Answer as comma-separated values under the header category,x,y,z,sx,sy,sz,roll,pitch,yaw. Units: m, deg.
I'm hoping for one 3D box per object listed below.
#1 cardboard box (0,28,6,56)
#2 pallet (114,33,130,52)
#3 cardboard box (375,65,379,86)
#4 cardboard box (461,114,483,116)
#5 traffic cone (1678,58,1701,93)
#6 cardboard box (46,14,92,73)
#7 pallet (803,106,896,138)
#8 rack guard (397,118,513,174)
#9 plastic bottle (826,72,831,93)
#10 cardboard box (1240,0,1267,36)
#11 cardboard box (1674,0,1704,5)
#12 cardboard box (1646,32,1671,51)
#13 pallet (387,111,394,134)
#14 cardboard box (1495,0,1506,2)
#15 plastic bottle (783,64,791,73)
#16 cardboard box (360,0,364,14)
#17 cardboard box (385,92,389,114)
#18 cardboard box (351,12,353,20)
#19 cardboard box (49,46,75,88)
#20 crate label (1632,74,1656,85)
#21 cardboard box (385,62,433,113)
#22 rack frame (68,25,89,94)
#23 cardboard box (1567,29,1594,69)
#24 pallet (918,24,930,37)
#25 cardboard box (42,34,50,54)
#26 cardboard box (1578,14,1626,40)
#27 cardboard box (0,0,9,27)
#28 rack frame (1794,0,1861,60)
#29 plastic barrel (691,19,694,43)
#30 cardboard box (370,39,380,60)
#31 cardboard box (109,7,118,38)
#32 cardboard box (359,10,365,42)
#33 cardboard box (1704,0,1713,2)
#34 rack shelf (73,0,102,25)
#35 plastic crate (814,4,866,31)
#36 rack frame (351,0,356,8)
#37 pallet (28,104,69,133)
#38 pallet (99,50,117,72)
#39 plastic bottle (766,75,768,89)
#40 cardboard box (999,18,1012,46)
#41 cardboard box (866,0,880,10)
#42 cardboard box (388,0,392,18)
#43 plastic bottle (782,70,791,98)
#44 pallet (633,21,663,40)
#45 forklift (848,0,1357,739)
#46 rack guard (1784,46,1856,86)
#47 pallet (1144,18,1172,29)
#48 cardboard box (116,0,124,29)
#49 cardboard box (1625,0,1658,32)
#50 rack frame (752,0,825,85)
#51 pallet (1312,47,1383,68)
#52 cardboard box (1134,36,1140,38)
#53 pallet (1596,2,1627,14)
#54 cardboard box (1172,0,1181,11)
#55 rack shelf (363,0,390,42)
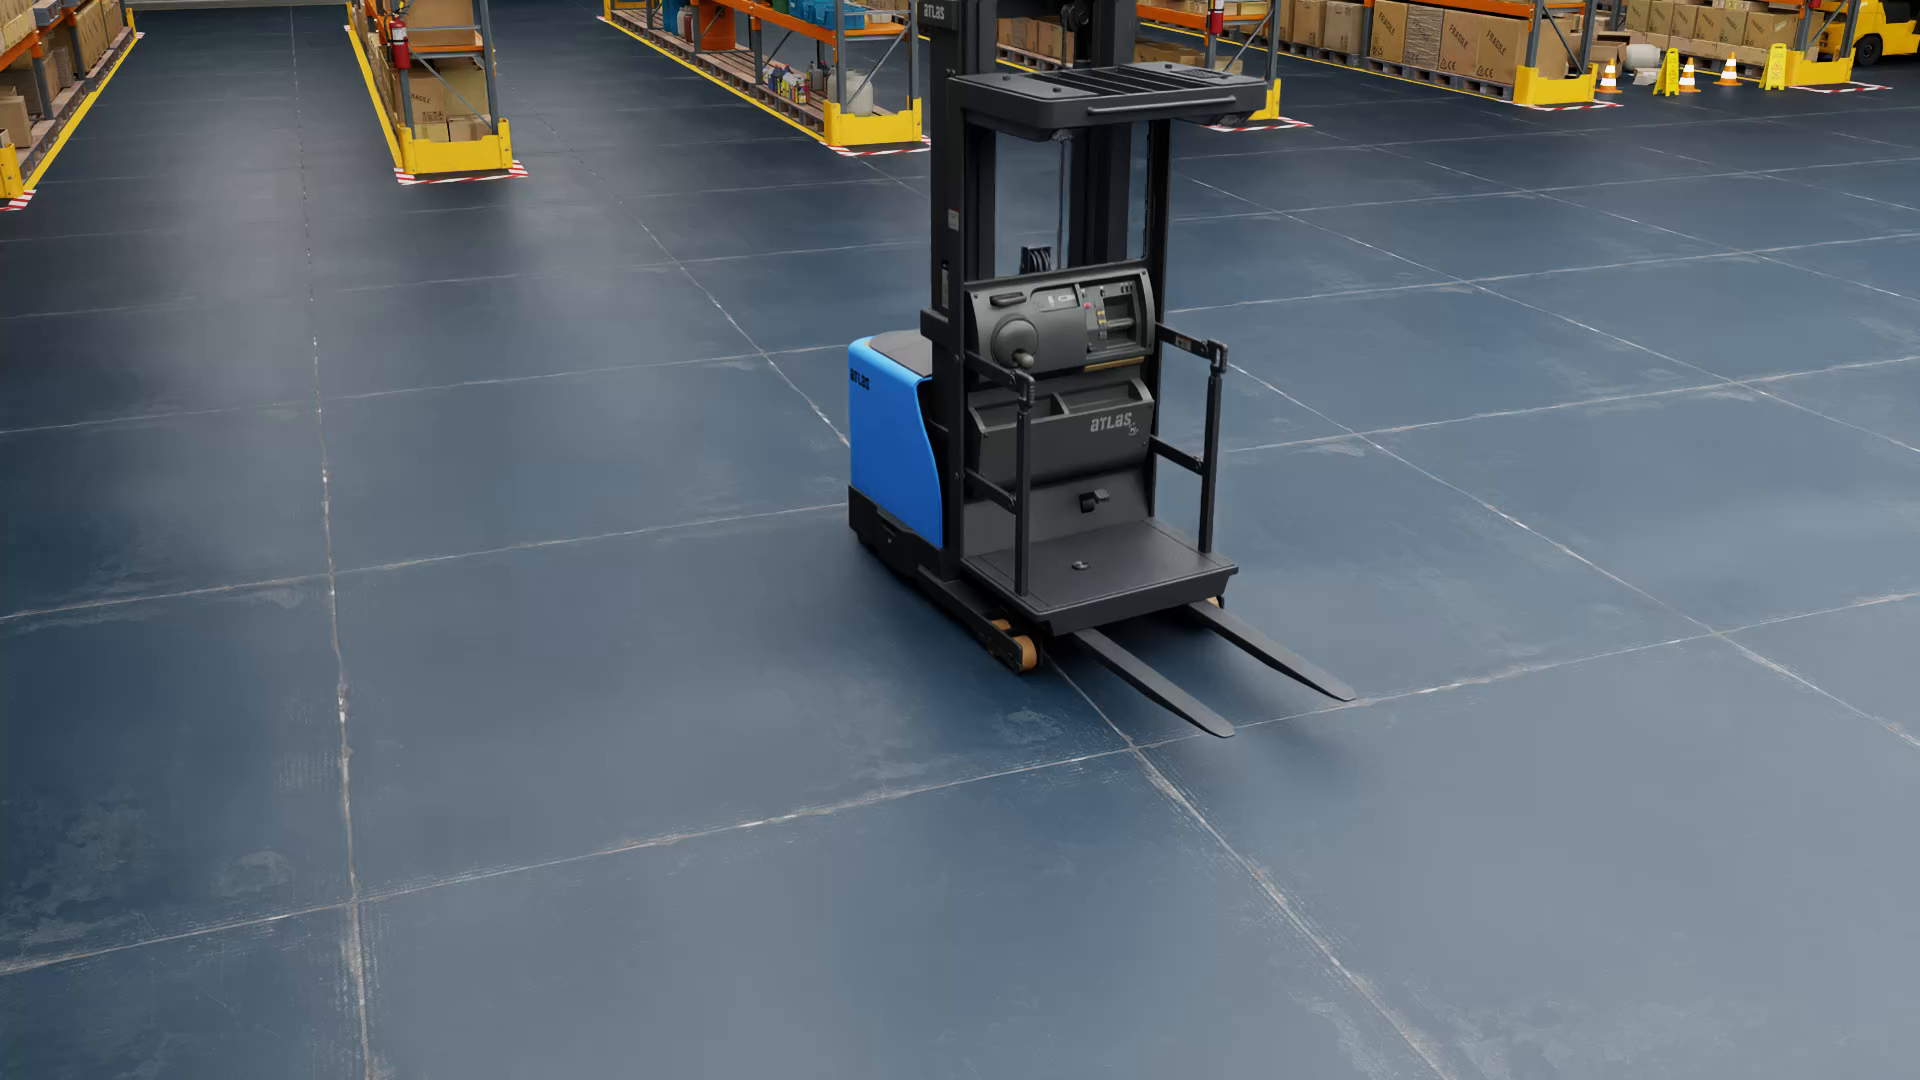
category,x,y,z,sx,sy,sz,roll,pitch,yaw
cardboard box,-10.328,-5.215,17.427,0.500,0.250,0.500,-9,25,-21
pallet,-15.125,-8.673,29.056,1.003,0.211,1.213,-8,24,-19
cardboard box,-7.990,-6.594,23.531,0.500,0.250,0.500,-8,24,-18
cardboard box,-5.784,-4.881,19.468,0.500,0.250,0.500,-8,24,-19
traffic cone,10.640,-6.800,24.287,0.336,0.463,0.334,-8,24,-19
cardboard box,-13.219,-7.262,24.344,0.750,0.750,0.750,-9,24,-20
pallet,-1.341,-5.258,20.954,1.003,0.211,1.213,-8,24,-19
rack guard,-5.614,-4.387,18.516,1.175,0.500,0.348,-8,24,-19
plastic bottle,-1.767,-6.175,22.469,0.061,0.283,0.133,-8,24,-19
cardboard box,5.627,-9.380,29.498,1.050,0.750,0.750,-9,24,-20
cardboard box,11.729,-8.701,26.730,0.380,0.149,0.250,-7,24,-16
cardboard box,11.659,-8.201,27.346,0.500,0.250,0.500,-7,24,-16
pallet,-6.794,-5.422,21.342,1.003,0.211,1.213,-8,24,-19
cardboard box,7.934,-7.944,23.543,0.875,0.550,0.550,-8,24,-19
plastic bottle,-2.369,-6.331,22.753,0.144,0.351,0.185,-8,24,-19
cardboard box,-9.566,-8.732,27.292,0.500,0.250,0.500,-8,24,-19
cardboard box,-6.984,-5.535,21.020,0.500,0.250,0.500,-8,24,-19
cardboard box,-11.360,-9.969,31.621,0.380,0.166,0.250,-8,24,-19
cardboard box,-12.779,-6.570,23.128,0.700,0.500,0.500,-8,24,-18
crate label,10.304,-6.927,25.008,0.298,0.136,0.250,18,29,36
cardboard box,-6.458,-5.335,19.580,0.500,0.500,0.500,-8,24,-19
rack frame,-13.082,-7.774,23.332,1.000,3.000,0.127,-8,24,-19
cardboard box,9.590,-7.807,26.451,0.797,0.637,0.503,-8,24,-19
pallet,-0.250,-9.711,31.518,1.003,0.211,1.213,-8,24,-19
cardboard box,-12.636,-6.700,22.471,0.500,0.250,0.500,-8,24,-18
cardboard box,11.316,-8.892,28.827,0.950,0.372,0.625,-8,24,-18
cardboard box,-10.485,-5.737,17.701,0.500,0.500,0.500,-9,25,-21
rack frame,12.917,-8.265,24.498,1.000,3.000,0.127,-8,24,-19
plastic barrel,-4.286,-8.548,27.832,0.421,0.512,0.421,0,23,0
cardboard box,-8.167,-7.034,23.853,0.500,0.311,0.500,-9,24,-20
cardboard box,-15.017,-8.924,28.739,0.700,0.500,0.500,-8,24,-18
cardboard box,-9.919,-8.750,28.300,0.500,0.500,0.500,-9,25,-21
cardboard box,12.145,-8.628,27.393,0.500,0.500,0.500,-8,24,-18
rack shelf,-13.789,-8.169,25.196,1.077,0.370,4.000,-8,24,-19
plastic crate,-1.444,-6.298,20.023,0.499,0.251,0.616,-8,24,-19
rack frame,-11.275,-11.362,31.844,1.000,3.000,0.127,-8,24,-19
pallet,-11.945,-5.318,21.096,1.003,0.211,1.213,-8,24,-19
pallet,-14.152,-7.672,26.681,1.003,0.211,1.213,-8,24,-19
plastic bottle,-2.626,-6.343,22.974,0.097,0.201,0.097,0,23,0
cardboard box,1.075,-8.623,27.998,0.700,0.500,0.500,-10,25,-22
cardboard box,-1.384,-11.382,34.087,0.875,0.875,0.875,-8,24,-19
cardboard box,-6.873,-6.887,21.099,0.700,0.500,0.500,-9,24,-20
plastic bottle,-2.287,-6.088,22.177,0.144,0.351,0.185,-9,24,-19
pallet,-5.523,-9.563,31.168,1.003,0.211,1.213,-8,24,-19
forklift,0.571,-0.964,7.264,1.130,2.935,3.031,-12,26,-26
rack guard,12.890,-7.141,25.049,1.175,0.500,0.348,-8,24,-19
pallet,4.359,-10.342,33.016,1.003,0.211,1.213,-8,24,-19
cardboard box,-15.567,-9.482,30.061,0.700,0.500,0.500,-8,24,-19
cardboard box,11.460,-8.739,27.657,0.500,0.500,0.500,-7,24,-16
rack frame,-2.401,-7.680,23.108,1.000,3.000,0.127,-8,24,-19
pallet,6.566,-7.988,27.431,1.003,0.211,1.213,-8,24,-19
cardboard box,2.337,-7.250,24.767,0.500,0.500,0.500,-9,25,-21
pallet,14.078,-11.289,35.262,1.003,0.211,1.213,-8,24,-19
cardboard box,3.054,-7.133,22.135,0.380,0.149,0.250,-8,24,-19
rack shelf,-7.743,-7.397,23.363,1.077,0.370,4.000,-8,24,-19
